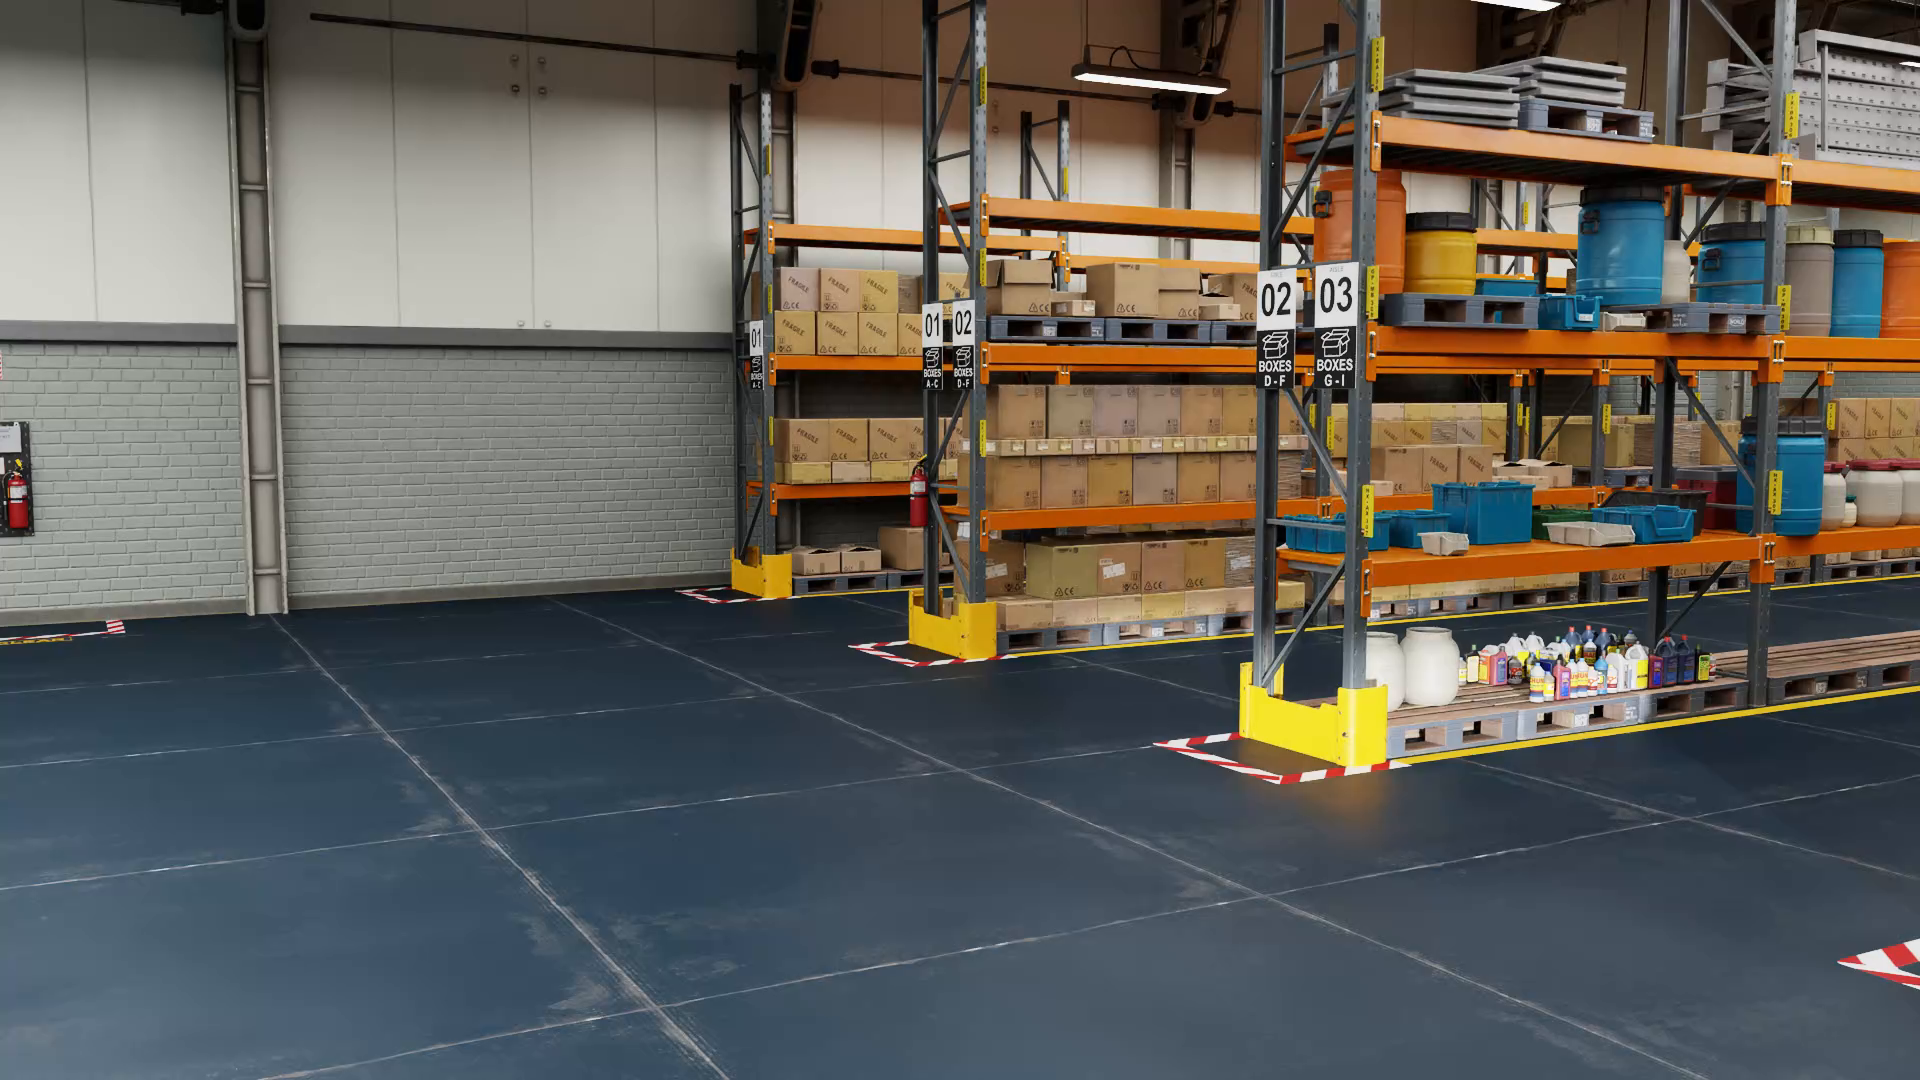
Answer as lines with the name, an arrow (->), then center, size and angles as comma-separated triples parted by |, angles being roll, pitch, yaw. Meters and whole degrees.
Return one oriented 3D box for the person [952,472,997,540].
person -> 0.118, 0.019, 17.257 | 0.465, 1.666, 0.539 | -3, 6, -30
